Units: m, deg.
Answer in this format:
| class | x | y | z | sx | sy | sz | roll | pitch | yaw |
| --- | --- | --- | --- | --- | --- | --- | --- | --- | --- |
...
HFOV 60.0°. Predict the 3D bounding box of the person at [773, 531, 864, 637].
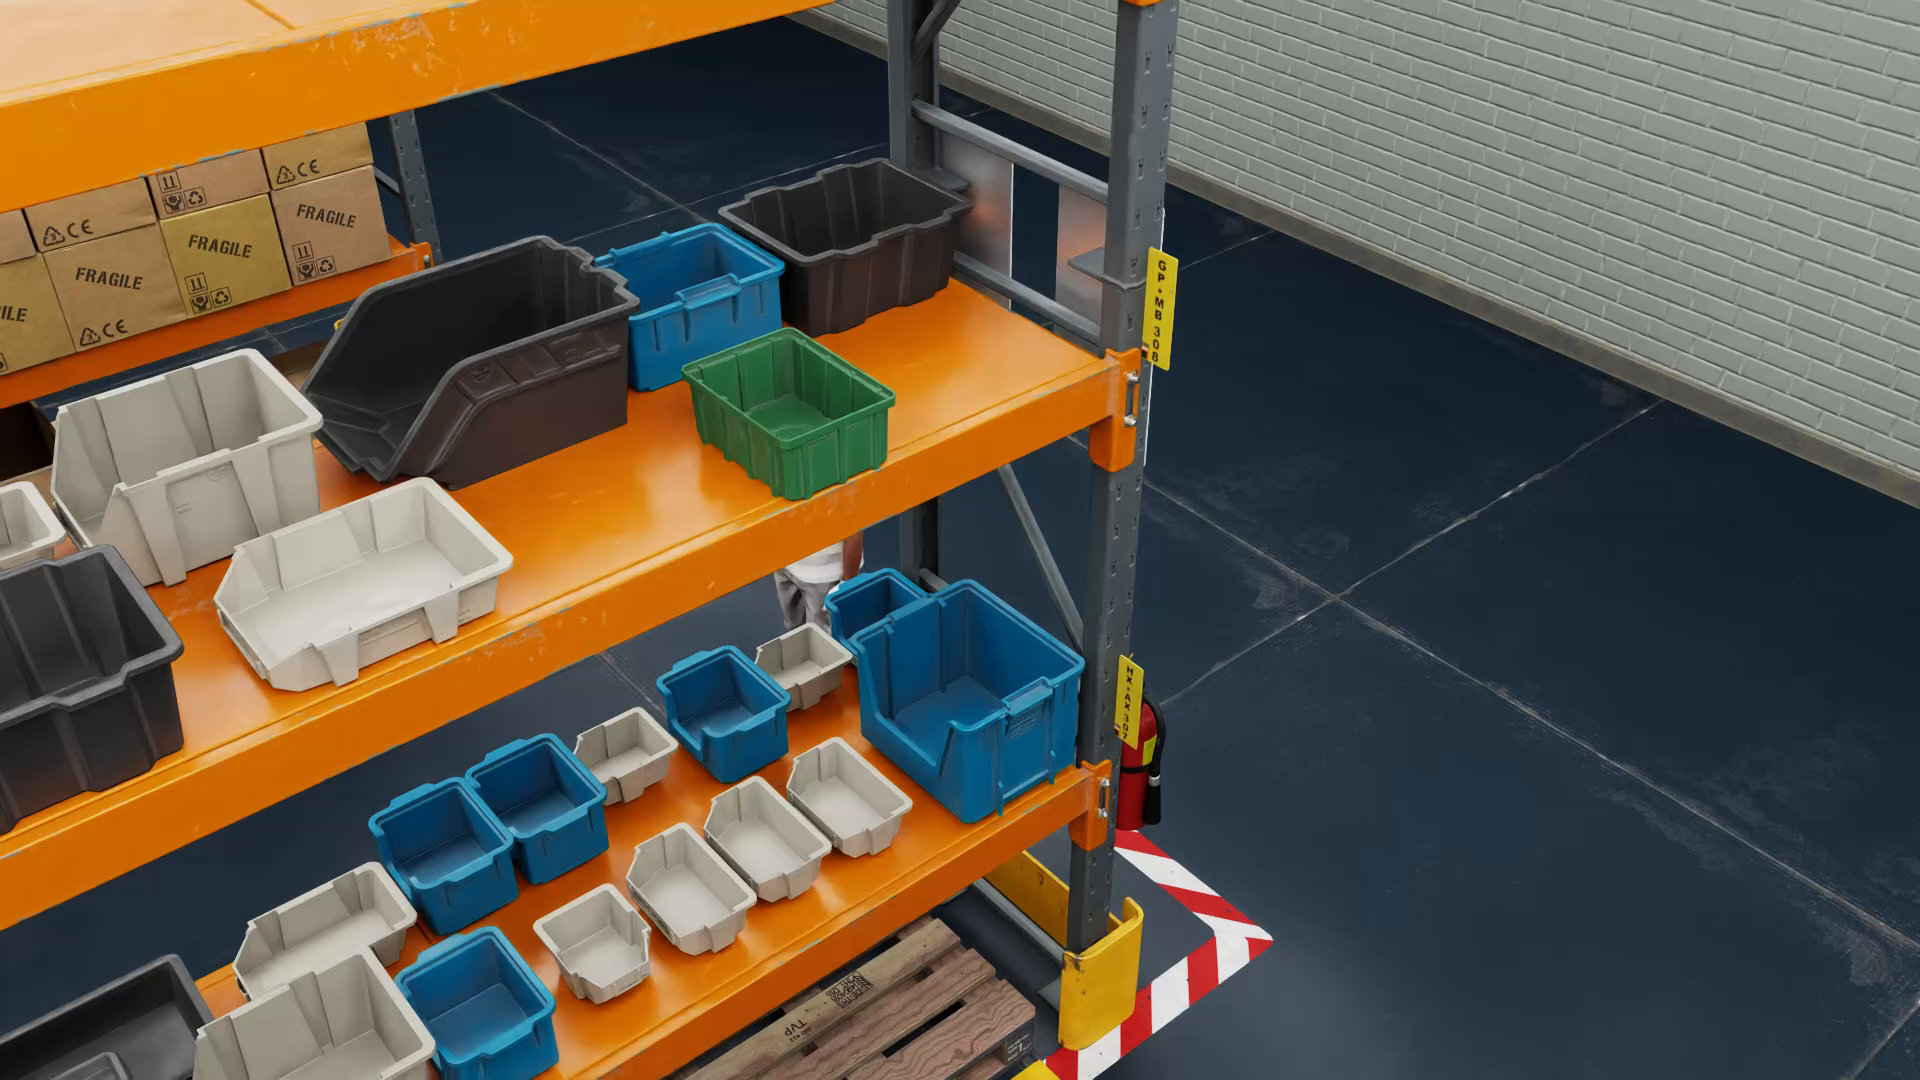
| class | x | y | z | sx | sy | sz | roll | pitch | yaw |
| --- | --- | --- | --- | --- | --- | --- | --- | --- | --- |
| person | -0.591 | 0.089 | 6.940 | 0.354 | 1.779 | 0.546 | -25 | 43 | -31 |
